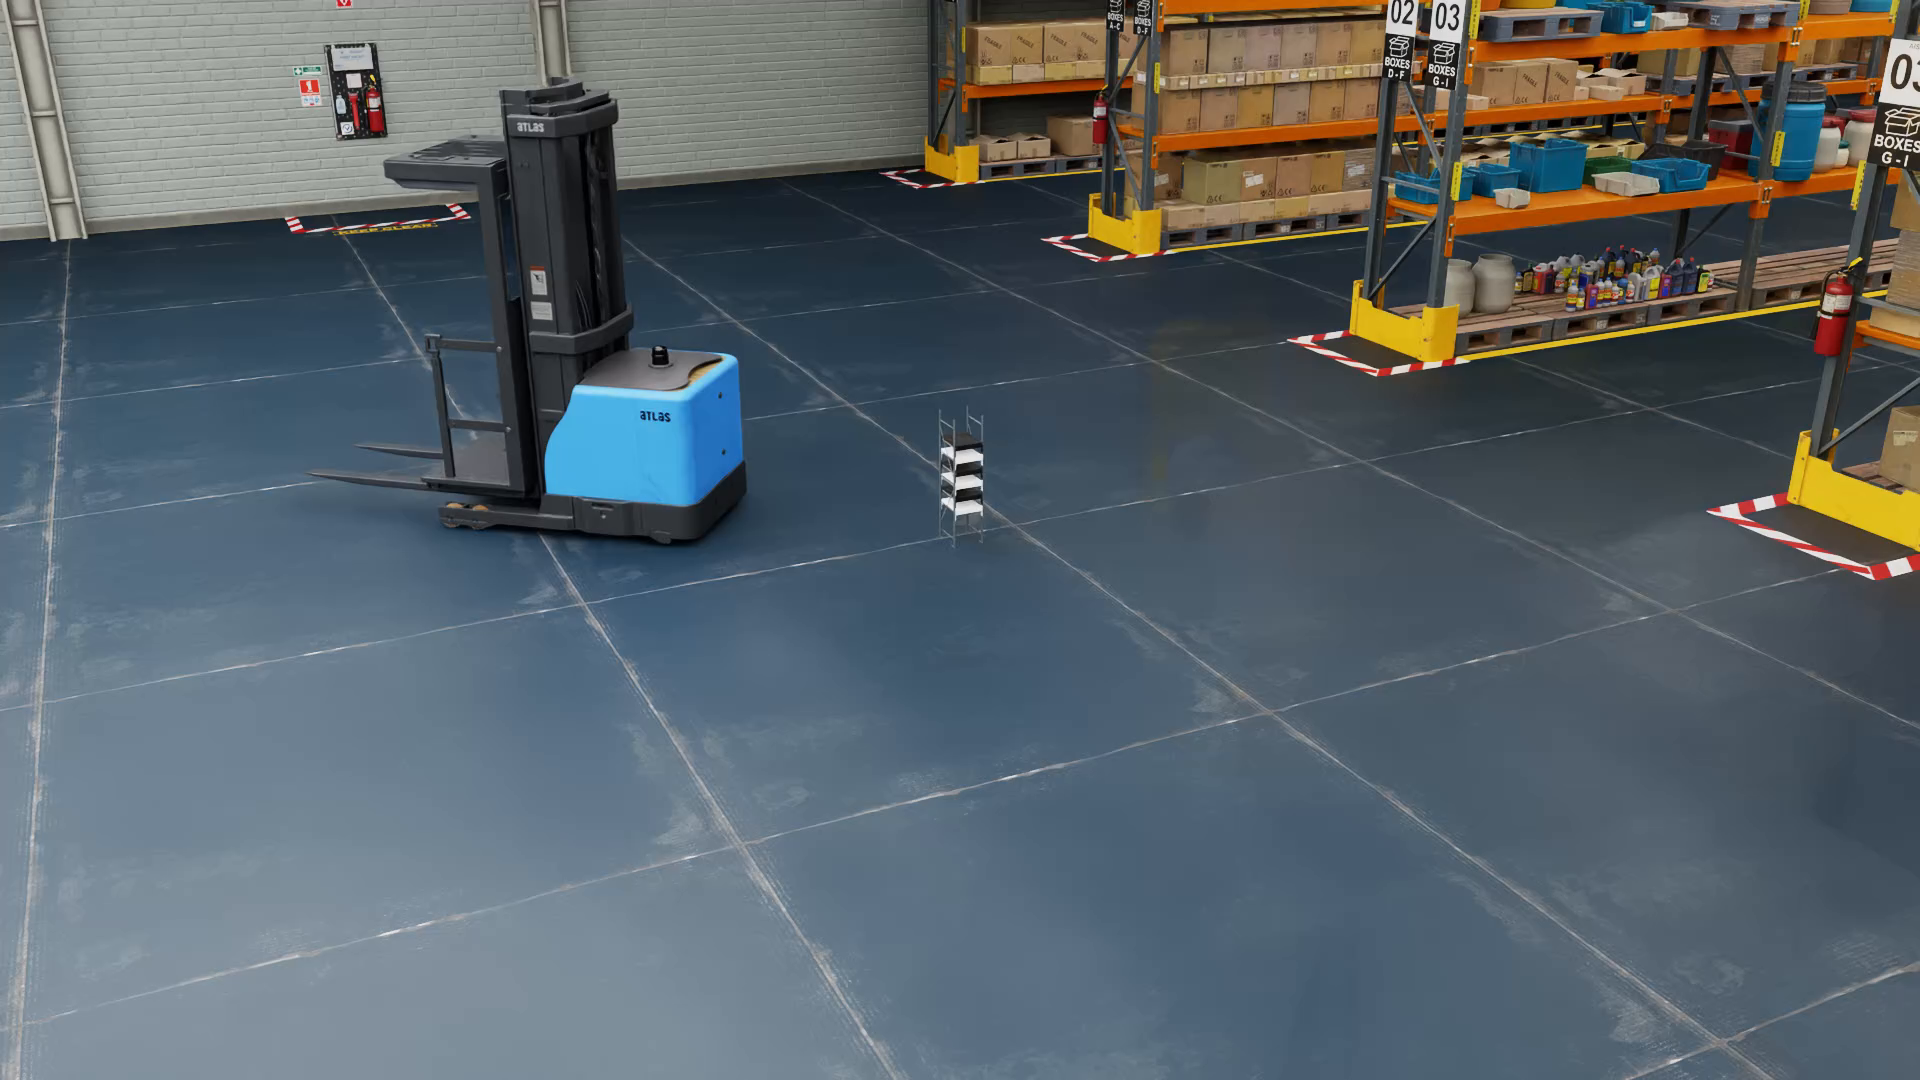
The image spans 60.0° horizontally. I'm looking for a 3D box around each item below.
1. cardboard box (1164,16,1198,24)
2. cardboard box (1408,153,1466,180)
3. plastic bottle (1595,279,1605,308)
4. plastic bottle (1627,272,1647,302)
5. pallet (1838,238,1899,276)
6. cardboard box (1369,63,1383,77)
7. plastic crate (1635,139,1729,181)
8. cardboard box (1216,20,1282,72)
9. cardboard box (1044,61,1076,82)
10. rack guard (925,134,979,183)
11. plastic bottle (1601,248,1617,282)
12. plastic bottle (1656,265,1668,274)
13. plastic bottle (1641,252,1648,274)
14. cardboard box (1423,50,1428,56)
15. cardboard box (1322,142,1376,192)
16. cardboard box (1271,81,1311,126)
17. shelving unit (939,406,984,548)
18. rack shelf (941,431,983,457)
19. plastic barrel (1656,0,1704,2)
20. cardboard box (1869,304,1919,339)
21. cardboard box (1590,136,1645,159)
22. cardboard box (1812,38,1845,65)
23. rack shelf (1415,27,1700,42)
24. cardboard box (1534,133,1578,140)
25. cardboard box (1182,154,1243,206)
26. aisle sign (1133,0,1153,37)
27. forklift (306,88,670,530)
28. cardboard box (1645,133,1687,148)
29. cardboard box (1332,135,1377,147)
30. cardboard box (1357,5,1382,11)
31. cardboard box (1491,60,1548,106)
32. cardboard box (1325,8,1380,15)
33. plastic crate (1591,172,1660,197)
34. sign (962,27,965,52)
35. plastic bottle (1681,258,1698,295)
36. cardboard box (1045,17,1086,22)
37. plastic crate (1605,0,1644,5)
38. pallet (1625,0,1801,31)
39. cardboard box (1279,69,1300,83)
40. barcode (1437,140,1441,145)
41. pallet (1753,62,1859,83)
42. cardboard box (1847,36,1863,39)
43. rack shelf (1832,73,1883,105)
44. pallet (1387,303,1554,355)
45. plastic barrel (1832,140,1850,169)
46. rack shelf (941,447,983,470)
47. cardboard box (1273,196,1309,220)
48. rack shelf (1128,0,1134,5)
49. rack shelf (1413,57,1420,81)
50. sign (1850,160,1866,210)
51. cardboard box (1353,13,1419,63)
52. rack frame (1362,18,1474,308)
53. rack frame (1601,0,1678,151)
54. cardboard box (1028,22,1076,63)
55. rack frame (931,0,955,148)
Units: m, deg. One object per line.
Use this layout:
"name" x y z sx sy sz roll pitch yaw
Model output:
"cardboard box" 3.122 -7.379 24.344 0.500 0.500 0.500 -10 25 -24
"cardboard box" 6.046 -4.737 21.084 0.500 0.311 0.500 -10 25 -23
"plastic bottle" 6.184 -2.393 16.101 0.097 0.271 0.097 0 22 0
"plastic bottle" 6.644 -2.491 16.332 0.135 0.276 0.152 -10 24 -23
"pallet" 10.600 -3.124 18.520 1.213 0.211 1.003 -10 25 -24
"cardboard box" 4.955 -5.714 20.152 0.250 0.149 0.380 -11 25 -25
"plastic crate" 7.184 -3.792 16.570 0.504 0.338 0.767 -10 25 -24
"cardboard box" 3.361 -5.808 19.533 0.500 0.500 0.700 -10 25 -23
"cardboard box" 1.311 -6.699 23.682 0.500 0.250 0.500 -11 25 -24
"rack guard" -0.122 -5.472 23.816 0.348 0.500 1.175 -10 25 -24
"plastic bottle" 6.634 -2.821 17.031 0.185 0.351 0.144 -12 25 -26
"plastic bottle" 6.996 -2.617 16.637 0.135 0.276 0.152 -10 25 -24
"plastic bottle" 7.001 -2.810 17.094 0.133 0.283 0.061 -10 25 -24
"cardboard box" 7.416 -7.809 26.496 0.250 0.149 0.380 -11 25 -24
"cardboard box" -17.056 -2.272 4.373 53.590 8.540 10.069 -10 25 -24
"cardboard box" 3.782 -5.285 19.964 0.500 0.500 0.700 -10 24 -22
"shelving unit" 0.007 -0.417 11.081 0.210 0.900 0.258 -10 25 -24
"rack shelf" 0.007 -0.636 10.991 0.200 0.077 0.258 -10 25 -24
"plastic barrel" 6.768 -5.547 15.602 0.708 0.901 0.600 -10 25 -24
"cardboard box" 6.422 -1.496 11.269 0.250 0.149 0.380 -10 25 -24
"cardboard box" 8.805 -5.246 22.314 0.500 0.311 0.500 -10 24 -22
"cardboard box" 12.251 -7.137 23.890 0.700 0.500 0.500 21 30 41
"rack shelf" 5.909 -4.709 15.373 3.809 0.052 0.919 -10 25 -24
"cardboard box" 8.101 -5.342 22.546 0.500 0.311 0.500 -11 25 -25
"cardboard box" 2.991 -4.274 19.718 0.500 0.500 0.500 -10 25 -24
"aisle sign" 2.035 -5.992 18.406 0.004 0.787 0.394 -10 25 -24
"forklift" -3.145 -1.588 11.336 2.937 2.867 1.118 5 23 13
"cardboard box" 9.704 -5.260 22.729 0.500 0.500 0.500 -9 24 -21
"cardboard box" 5.012 -4.872 21.164 0.500 0.500 0.500 -10 25 -24
"cardboard box" 6.437 -8.364 25.981 0.250 0.149 0.380 -15 27 -32
"cardboard box" 7.191 -5.910 21.474 0.500 0.500 0.500 -10 25 -24
"cardboard box" 6.107 -8.007 25.966 0.500 0.500 0.700 -13 26 -29
"plastic crate" 6.358 -3.385 15.851 0.437 0.136 0.530 -10 25 -24
"sign" 0.045 -6.827 22.690 0.005 0.325 0.100 -10 25 -24
"plastic bottle" 7.256 -2.637 16.586 0.185 0.351 0.144 -11 25 -25
"cardboard box" 1.518 -7.303 24.160 0.500 0.500 0.500 -10 25 -23
"plastic crate" 6.171 -4.984 15.723 0.450 0.188 0.336 -10 25 -24
"pallet" 7.103 -5.009 15.754 1.003 0.211 1.213 -10 25 -24
"cardboard box" 3.794 -5.499 19.634 0.250 0.149 0.380 -10 25 -23
"barcode" 5.976 -4.962 20.753 0.075 0.075 0.001 -10 25 -24
"pallet" 12.007 -6.715 23.800 1.213 0.211 1.003 -10 25 -24
"cardboard box" 13.118 -7.580 24.201 0.500 0.500 0.500 -10 25 -23
"rack shelf" 14.577 -6.898 24.932 4.000 0.370 1.077 -10 25 -24
"pallet" 4.889 -2.073 15.983 1.213 0.211 1.003 -10 25 -24
"plastic barrel" 8.970 -3.966 17.091 0.301 0.262 0.301 0 22 0
"rack shelf" 0.007 -0.553 11.025 0.200 0.077 0.258 -10 25 -24
"cardboard box" 3.894 -4.092 20.259 0.500 0.250 0.500 -10 25 -24
"rack shelf" 3.764 -6.359 19.522 3.687 0.071 0.831 -10 25 -24
"rack shelf" 5.216 -7.277 25.849 4.000 0.370 1.077 -10 25 -24
"sign" 6.032 -2.369 11.124 0.005 0.325 0.100 -10 25 -24
"cardboard box" 5.169 -6.141 20.337 0.500 0.500 0.700 -10 25 -23
"rack frame" 4.107 -3.200 15.059 0.127 3.000 1.000 -10 25 -24
"rack frame" 9.170 -6.235 22.390 0.127 3.000 1.000 -10 25 -24
"cardboard box" 1.288 -7.038 23.521 0.500 0.500 0.500 -11 25 -25
"rack frame" -0.189 -6.613 23.304 0.053 2.616 0.949 -10 25 -24
